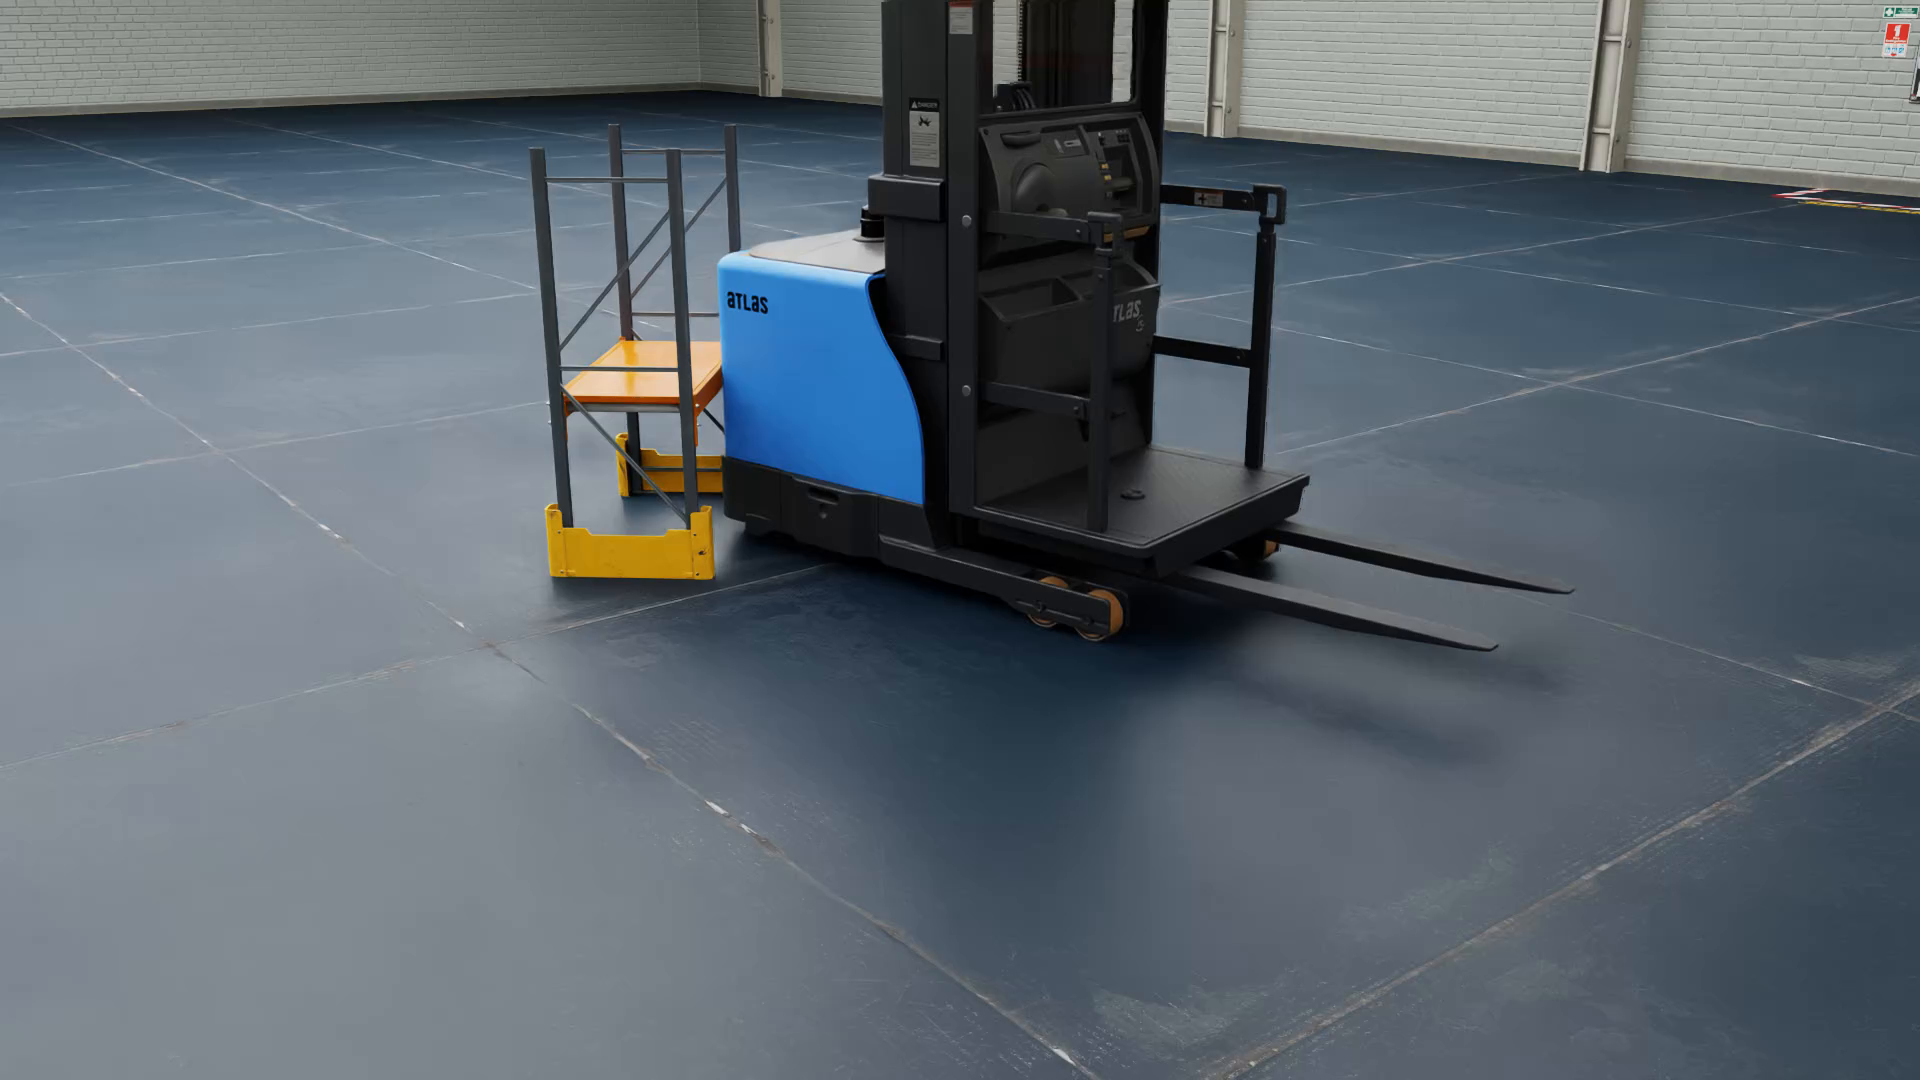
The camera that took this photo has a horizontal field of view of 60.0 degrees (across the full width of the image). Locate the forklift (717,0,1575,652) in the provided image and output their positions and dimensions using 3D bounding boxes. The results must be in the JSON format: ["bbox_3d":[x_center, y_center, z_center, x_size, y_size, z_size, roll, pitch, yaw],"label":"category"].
[{"bbox_3d":[0.545,-1.251,5.477,3.031,2.935,1.130,14,23,37],"label":"forklift"}]

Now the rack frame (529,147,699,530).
[{"bbox_3d":[-1.178,-0.588,5.752,0.500,1.500,0.032,1,18,3],"label":"rack frame"}]

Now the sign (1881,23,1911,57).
[{"bbox_3d":[9.418,-5.031,16.729,0.001,0.329,0.234,-14,23,-36],"label":"sign"}]

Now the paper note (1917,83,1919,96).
[{"bbox_3d":[9.625,-4.497,16.573,0.016,0.148,0.142,-14,23,-36],"label":"paper note"}]

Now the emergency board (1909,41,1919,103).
[{"bbox_3d":[9.690,-4.864,16.279,0.157,1.169,0.626,-14,23,-36],"label":"emergency board"}]

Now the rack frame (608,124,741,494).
[{"bbox_3d":[-1.123,-0.907,6.716,0.500,1.500,0.032,1,18,3],"label":"rack frame"}]

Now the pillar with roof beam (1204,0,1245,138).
[{"bbox_3d":[0.360,-9.206,19.850,9.100,9.000,0.400,-14,23,-36],"label":"pillar with roof beam"}]

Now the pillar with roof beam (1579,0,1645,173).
[{"bbox_3d":[4.085,-7.728,15.385,9.100,9.000,0.400,-14,23,-36],"label":"pillar with roof beam"}]

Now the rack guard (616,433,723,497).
[{"bbox_3d":[-1.124,-0.308,6.894,0.587,0.250,0.087,1,18,3],"label":"rack guard"}]

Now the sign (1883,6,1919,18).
[{"bbox_3d":[9.414,-5.280,16.637,0.001,0.109,0.331,-14,23,-36],"label":"sign"}]

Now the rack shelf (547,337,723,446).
[{"bbox_3d":[-1.151,-0.577,6.291,0.538,0.185,1.000,1,18,3],"label":"rack shelf"}]

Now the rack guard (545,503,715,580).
[{"bbox_3d":[-1.178,0.005,5.950,0.587,0.250,0.087,1,18,3],"label":"rack guard"}]

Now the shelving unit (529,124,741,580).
[{"bbox_3d":[-1.151,-0.745,6.225,0.587,1.500,1.083,1,18,3],"label":"shelving unit"}]

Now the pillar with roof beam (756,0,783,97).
[{"bbox_3d":[-7.091,-12.163,28.780,9.100,9.000,0.400,-14,23,-36],"label":"pillar with roof beam"}]
